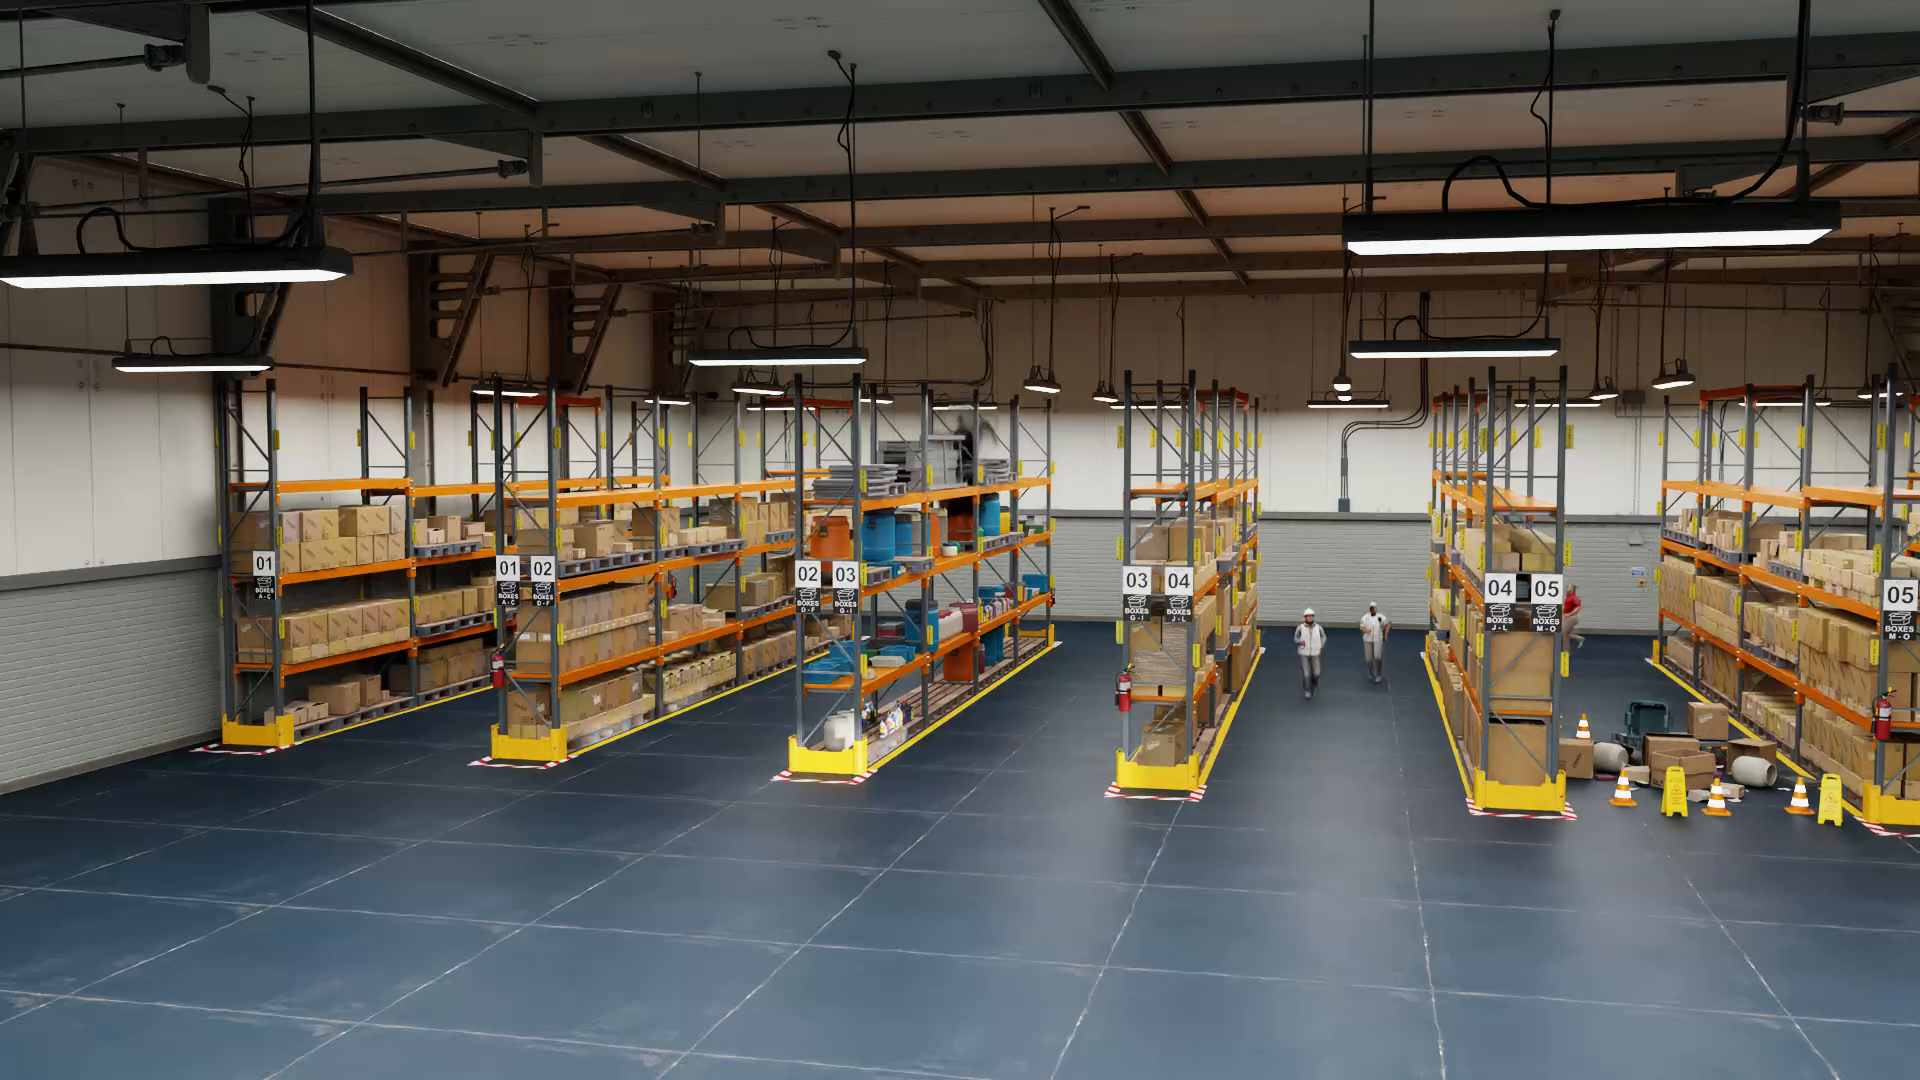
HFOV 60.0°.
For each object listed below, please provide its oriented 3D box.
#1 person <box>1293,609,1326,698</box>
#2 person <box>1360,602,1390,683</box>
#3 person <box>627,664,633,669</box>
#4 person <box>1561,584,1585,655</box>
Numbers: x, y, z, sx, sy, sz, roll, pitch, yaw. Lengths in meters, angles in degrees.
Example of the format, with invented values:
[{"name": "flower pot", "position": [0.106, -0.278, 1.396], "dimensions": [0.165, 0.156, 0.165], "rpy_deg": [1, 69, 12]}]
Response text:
[{"name": "person", "position": [6.754, 2.202, 32.038], "dimensions": [0.647, 1.735, 0.602], "rpy_deg": [0, 3, 5]}, {"name": "person", "position": [8.549, 2.118, 34.350], "dimensions": [0.579, 1.675, 0.678], "rpy_deg": [1, 4, 20]}, {"name": "person", "position": [-6.985, 2.073, 34.577], "dimensions": [0.681, 1.727, 0.821], "rpy_deg": [1, 3, 10]}, {"name": "person", "position": [14.220, 1.854, 38.619], "dimensions": [0.644, 1.684, 0.665], "rpy_deg": [0, 3, 6]}]
